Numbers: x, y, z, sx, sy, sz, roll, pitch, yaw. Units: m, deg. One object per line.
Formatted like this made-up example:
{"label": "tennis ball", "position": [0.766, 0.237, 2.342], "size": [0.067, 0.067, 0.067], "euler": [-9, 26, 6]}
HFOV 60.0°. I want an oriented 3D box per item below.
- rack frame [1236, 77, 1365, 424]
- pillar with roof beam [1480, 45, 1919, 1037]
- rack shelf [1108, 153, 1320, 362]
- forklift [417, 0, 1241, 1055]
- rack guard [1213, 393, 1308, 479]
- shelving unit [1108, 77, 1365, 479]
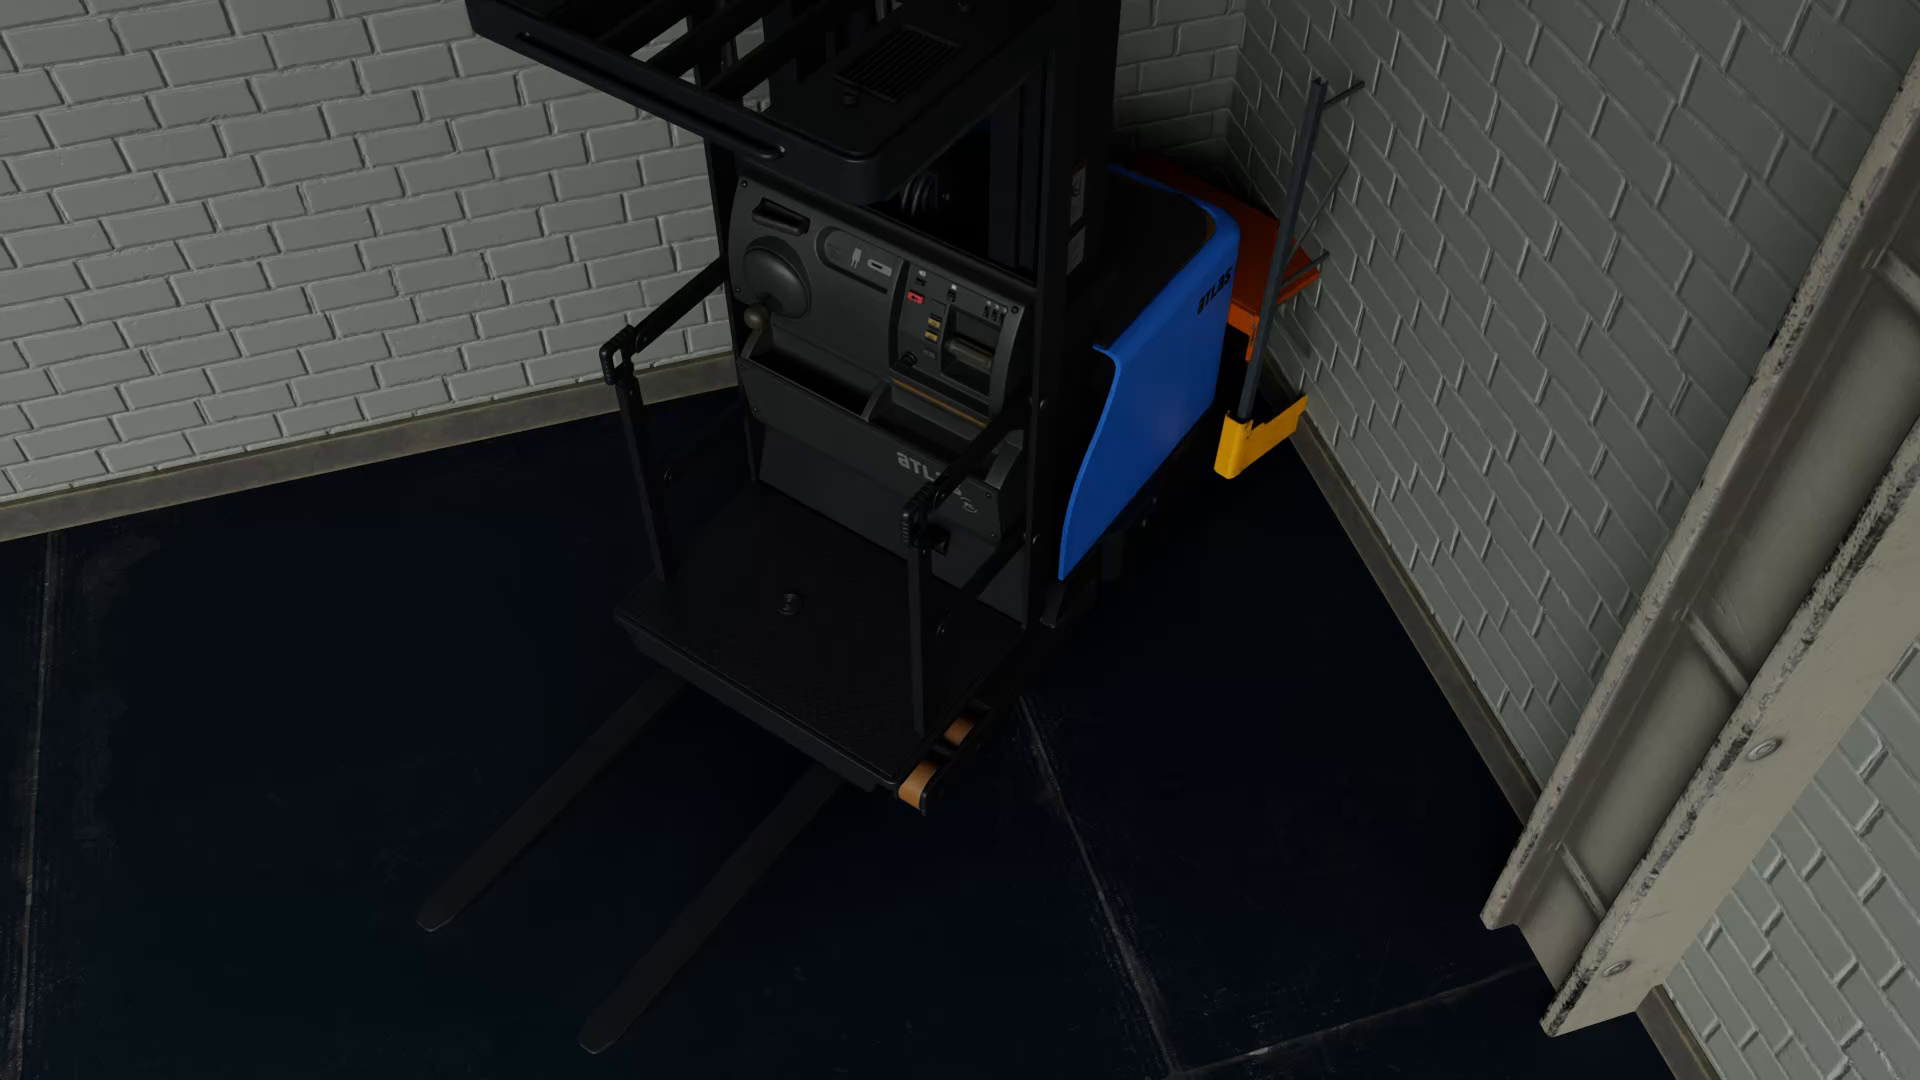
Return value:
{"label": "rack frame", "position": [1.154, -0.897, 5.424], "size": [0.032, 1.500, 0.500], "euler": [36, 53, 28]}
{"label": "pillar with roof beam", "position": [-2.399, -0.732, 0.481], "size": [9.100, 9.000, 0.400], "euler": [-13, 51, -11]}
{"label": "rack shelf", "position": [0.781, -1.035, 5.789], "size": [1.000, 0.185, 0.538], "euler": [36, 53, 28]}
{"label": "forklift", "position": [-0.357, -0.555, 4.301], "size": [1.130, 2.935, 3.031], "euler": [28, 55, 22]}
{"label": "rack guard", "position": [1.119, -0.456, 5.866], "size": [0.087, 0.250, 0.587], "euler": [36, 53, 28]}
{"label": "shelving unit", "position": [0.798, -1.157, 5.657], "size": [1.083, 1.500, 0.587], "euler": [36, 53, 28]}
